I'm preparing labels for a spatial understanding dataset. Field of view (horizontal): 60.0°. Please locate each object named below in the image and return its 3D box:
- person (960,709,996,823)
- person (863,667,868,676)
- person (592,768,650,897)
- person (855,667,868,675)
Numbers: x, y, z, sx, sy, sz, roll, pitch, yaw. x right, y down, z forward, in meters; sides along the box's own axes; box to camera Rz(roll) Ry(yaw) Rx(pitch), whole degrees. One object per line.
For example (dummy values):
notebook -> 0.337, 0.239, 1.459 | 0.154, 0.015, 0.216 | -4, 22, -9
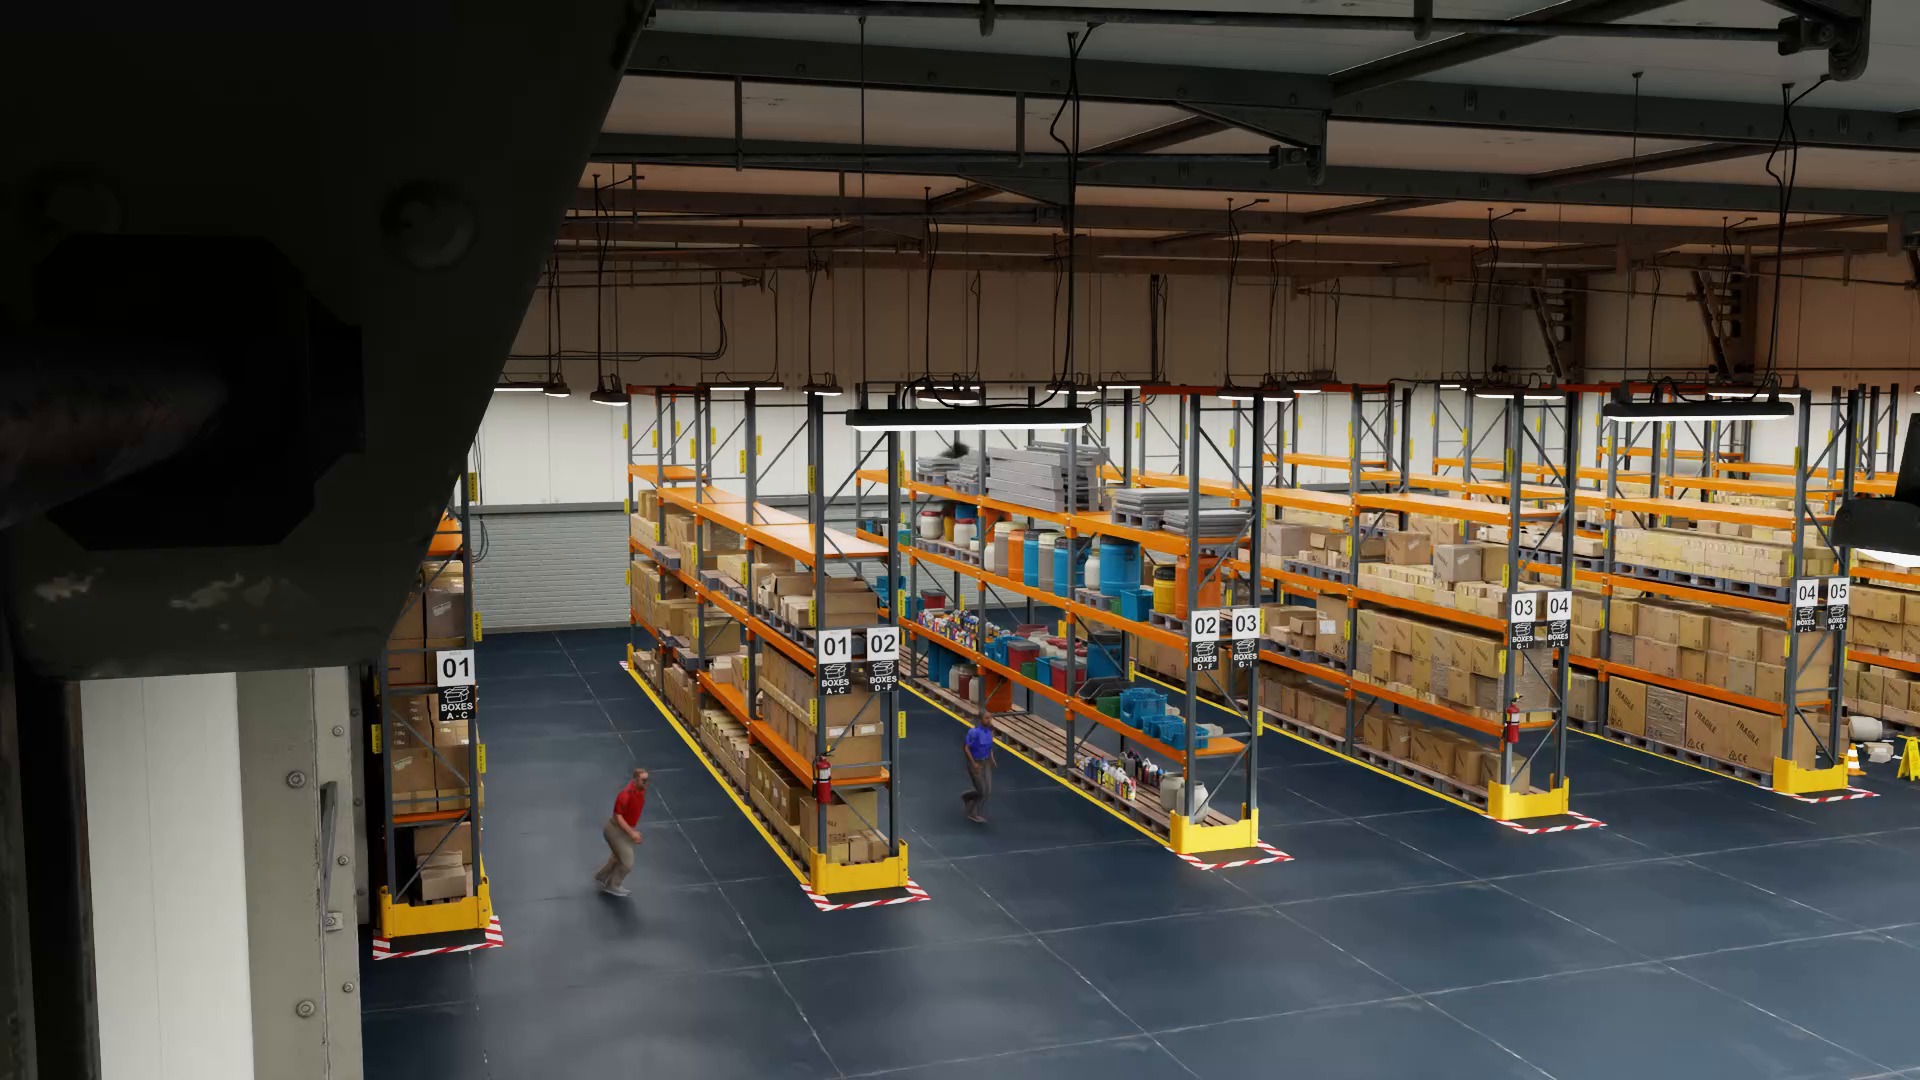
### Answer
person -> 0.224, 3.146, 23.306 | 0.529, 1.600, 0.573 | 6, 8, 44
person -> -1.818, 2.217, 31.957 | 0.704, 1.667, 0.781 | -1, 6, -5
person -> -4.077, 3.489, 19.912 | 0.824, 1.610, 0.685 | 1, 6, 6
person -> -1.905, 2.446, 29.292 | 0.714, 1.737, 0.981 | -3, 7, -28
